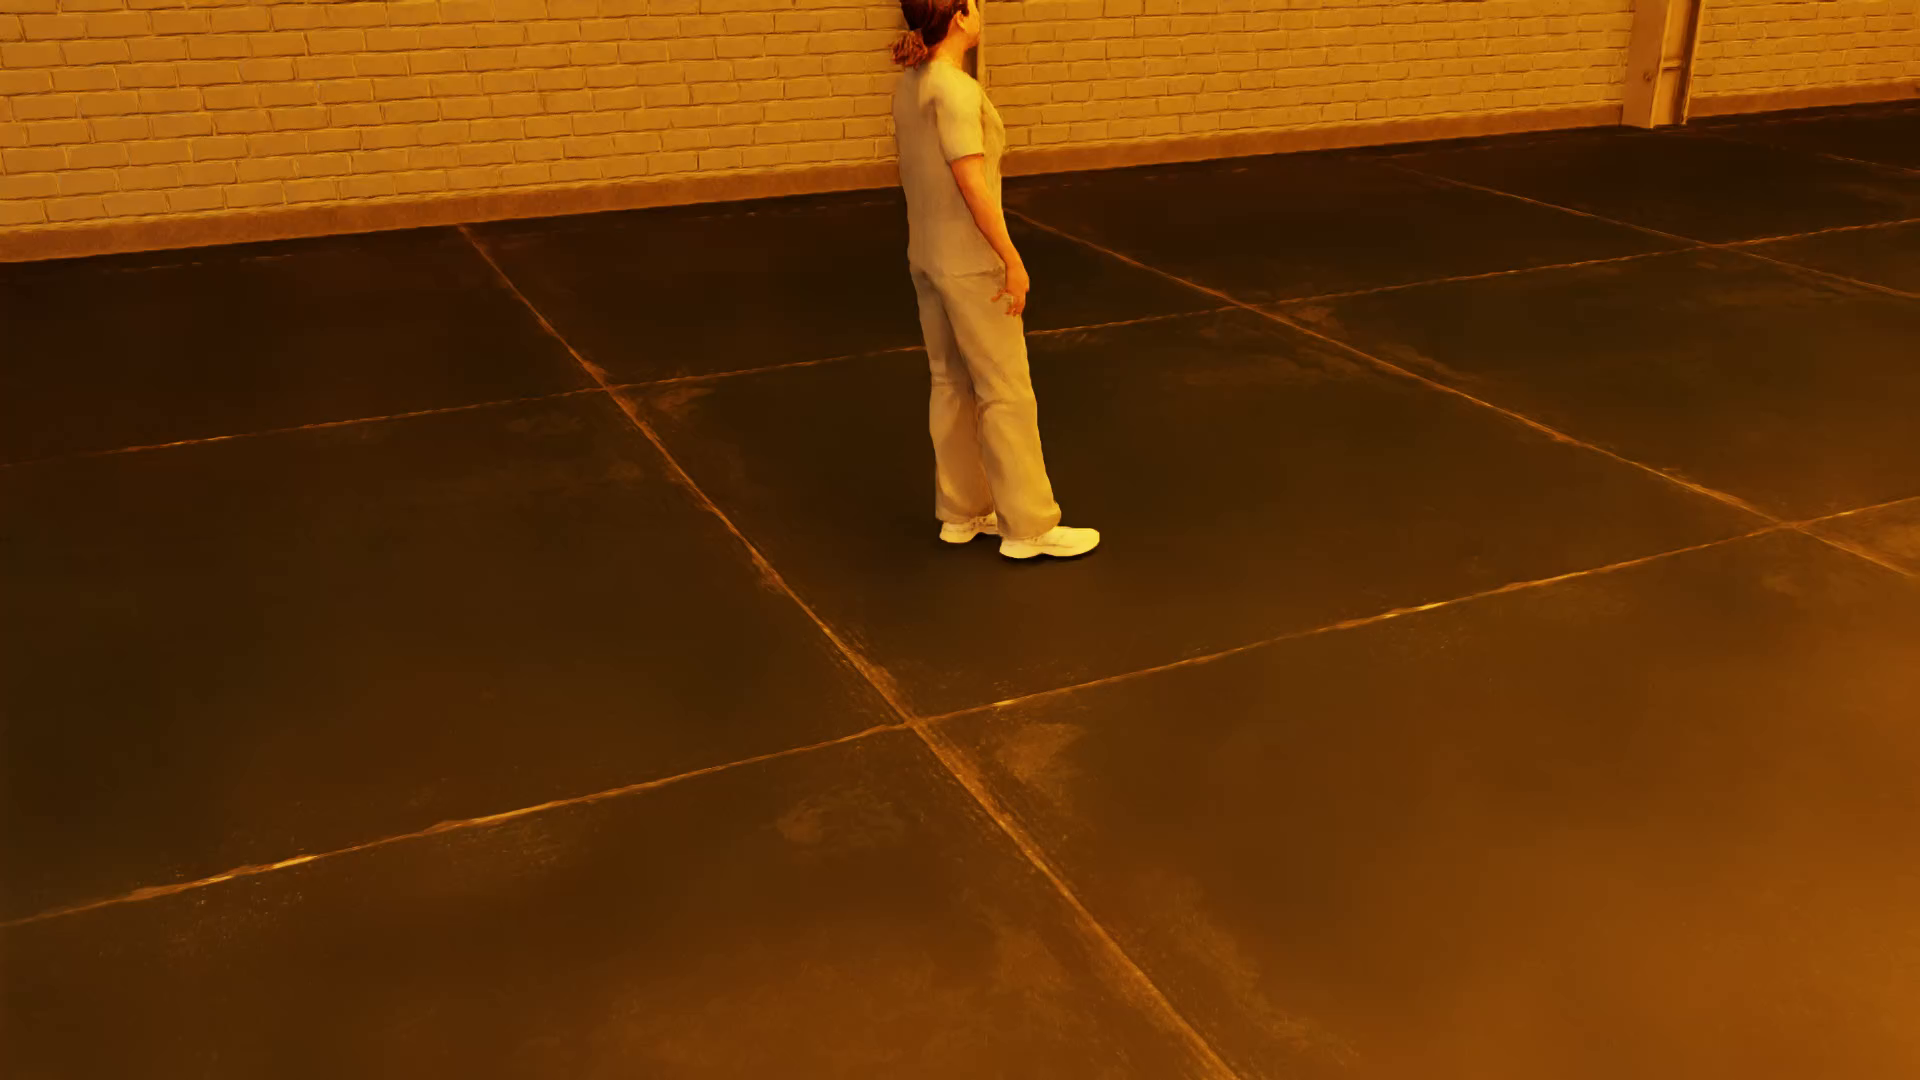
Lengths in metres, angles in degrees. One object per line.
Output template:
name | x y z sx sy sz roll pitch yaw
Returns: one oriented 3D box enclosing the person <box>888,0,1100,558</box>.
person | 0.073 -0.788 4.800 0.548 1.674 0.550 -10 25 -23
